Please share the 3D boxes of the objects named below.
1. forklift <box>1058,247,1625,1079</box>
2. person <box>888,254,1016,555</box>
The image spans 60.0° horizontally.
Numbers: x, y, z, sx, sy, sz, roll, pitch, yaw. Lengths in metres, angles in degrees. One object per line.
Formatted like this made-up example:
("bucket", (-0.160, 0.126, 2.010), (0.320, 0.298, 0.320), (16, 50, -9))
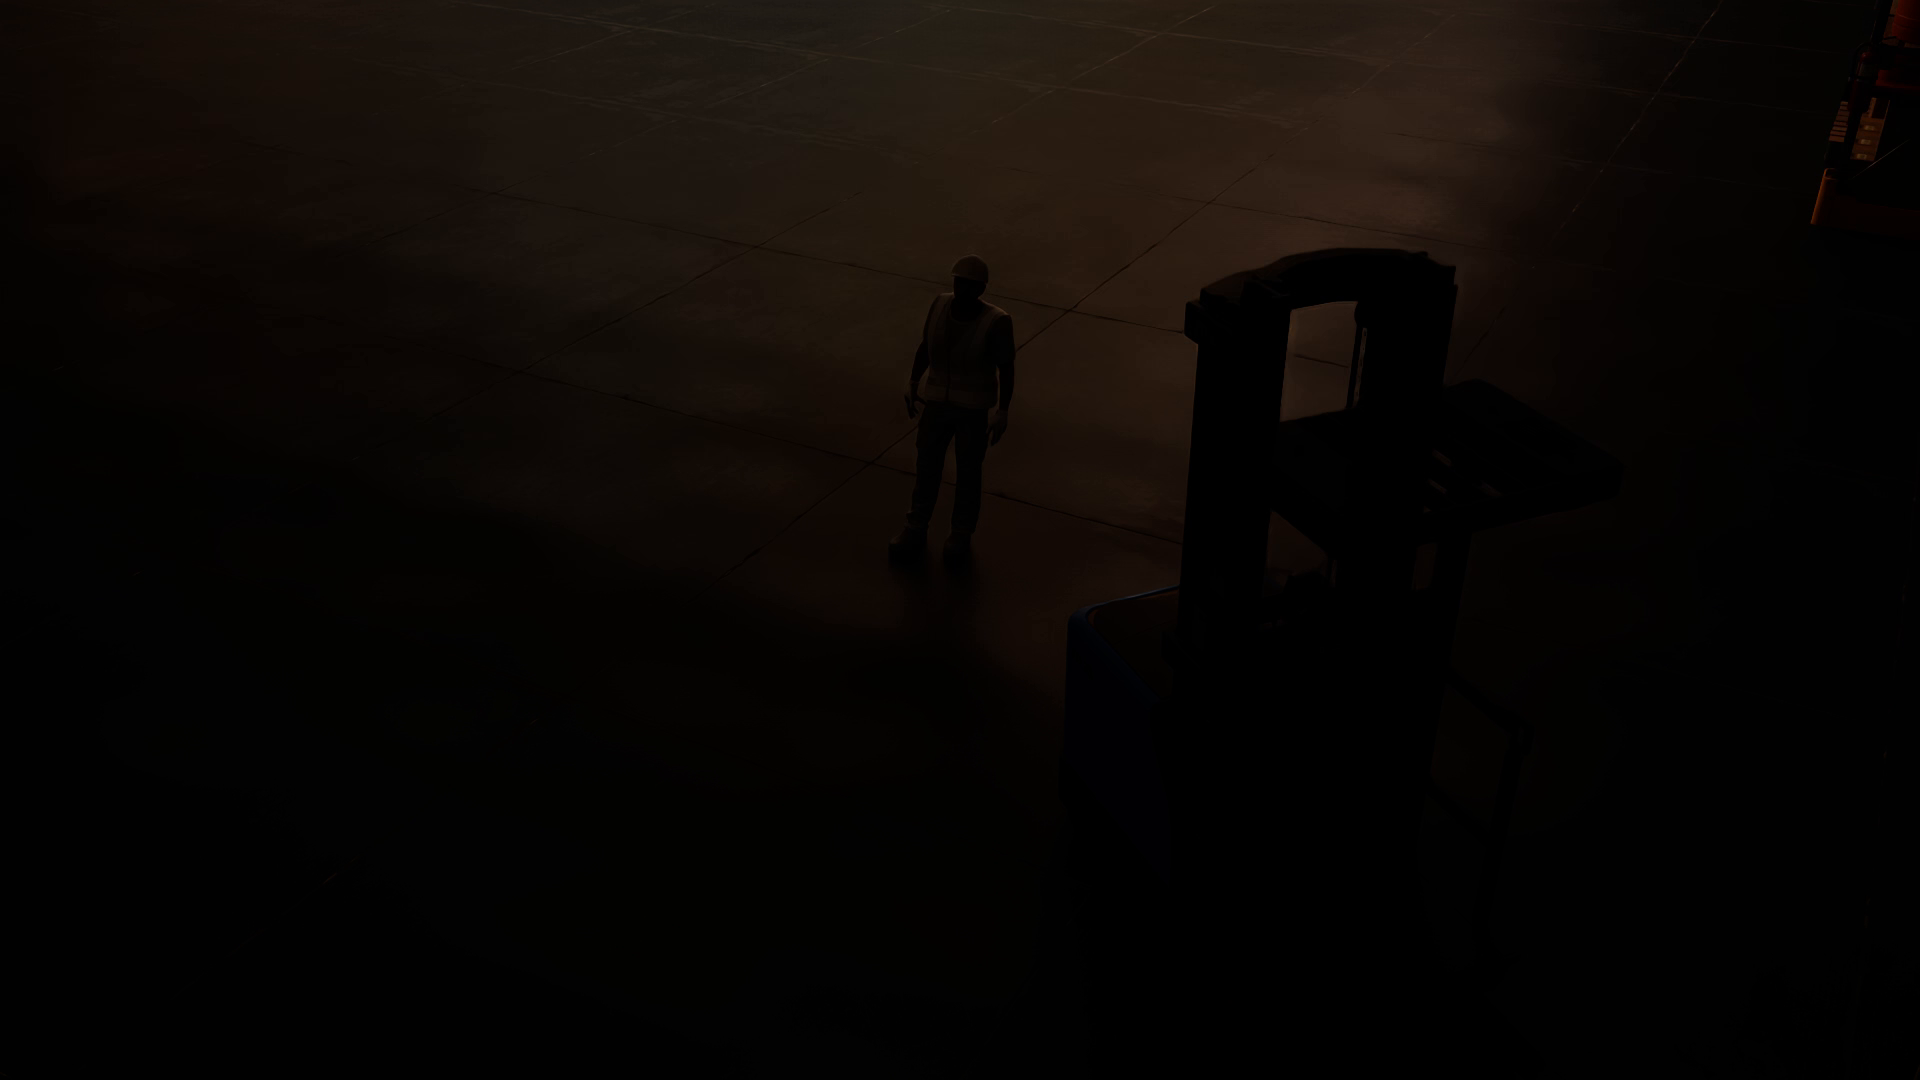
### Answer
("forklift", (1.515, 0.546, 6.125), (1.130, 2.935, 3.031), (-12, 32, -20))
("person", (-0.042, -0.748, 9.502), (0.656, 1.784, 0.575), (15, 33, 25))
